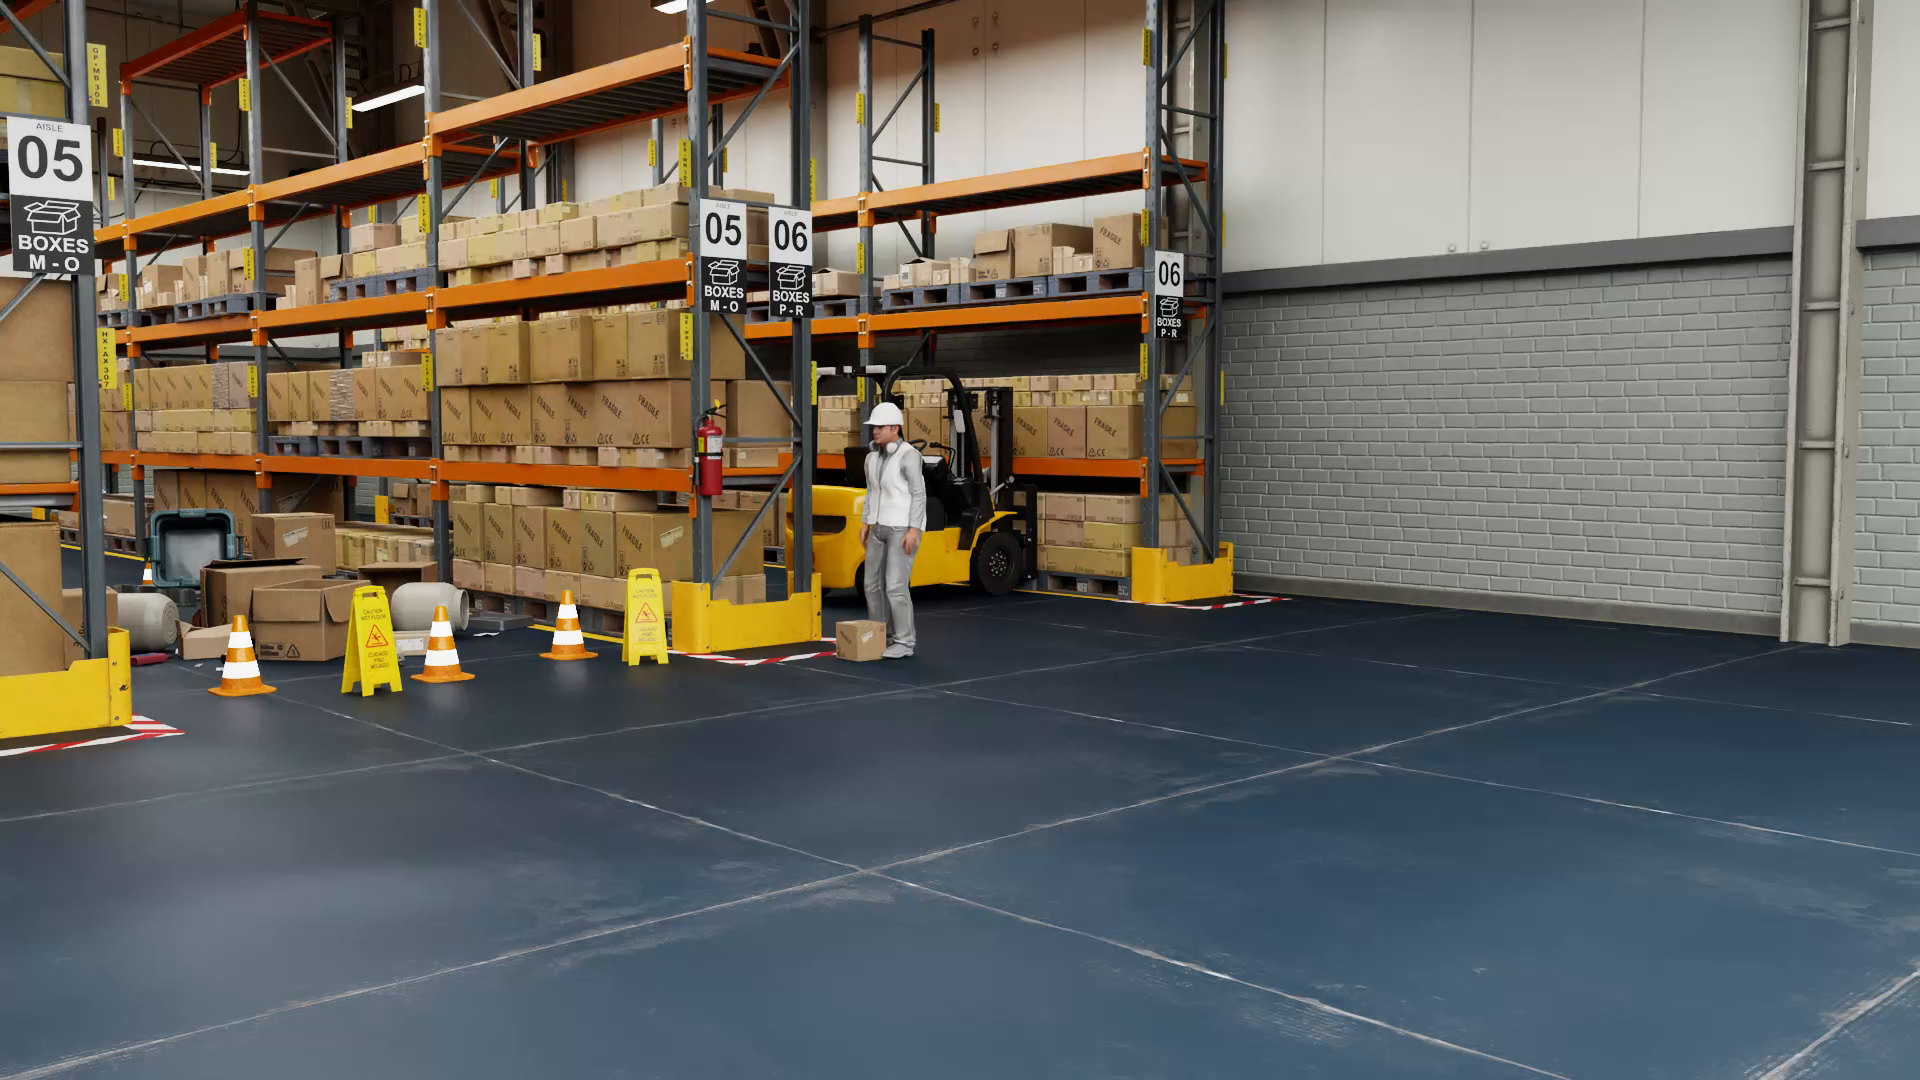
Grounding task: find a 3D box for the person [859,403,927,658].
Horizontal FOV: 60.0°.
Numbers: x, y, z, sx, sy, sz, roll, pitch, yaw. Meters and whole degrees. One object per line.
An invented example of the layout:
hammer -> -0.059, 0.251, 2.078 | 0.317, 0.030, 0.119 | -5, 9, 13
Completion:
person -> -0.484, -0.073, 11.650 | 0.465, 1.770, 0.590 | -4, 5, -42
